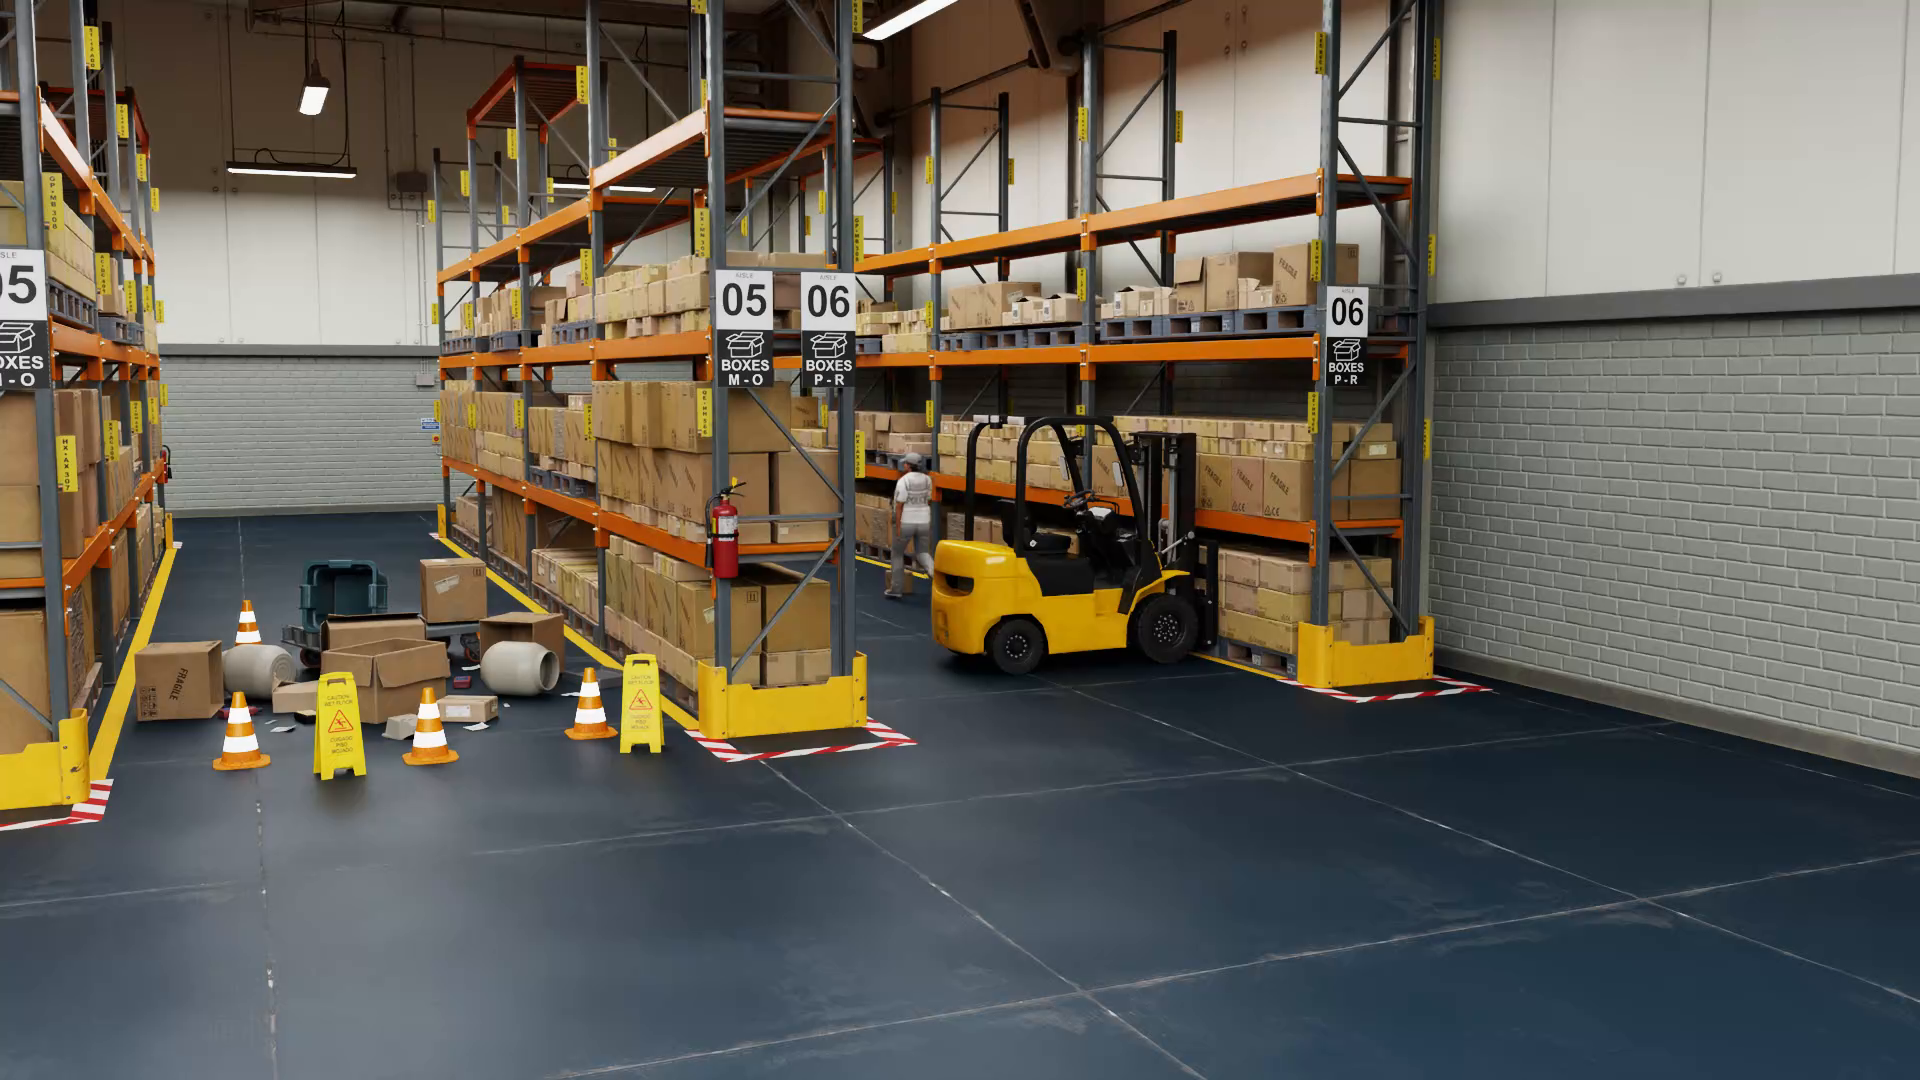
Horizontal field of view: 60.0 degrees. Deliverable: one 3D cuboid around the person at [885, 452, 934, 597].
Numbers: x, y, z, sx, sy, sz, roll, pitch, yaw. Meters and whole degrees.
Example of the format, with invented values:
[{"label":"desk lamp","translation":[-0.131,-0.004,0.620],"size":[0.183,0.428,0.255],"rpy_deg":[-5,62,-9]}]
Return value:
[{"label":"person","translation":[-0.553,-0.171,18.625],"size":[0.491,1.639,0.733],"rpy_deg":[-3,6,-29]}]
